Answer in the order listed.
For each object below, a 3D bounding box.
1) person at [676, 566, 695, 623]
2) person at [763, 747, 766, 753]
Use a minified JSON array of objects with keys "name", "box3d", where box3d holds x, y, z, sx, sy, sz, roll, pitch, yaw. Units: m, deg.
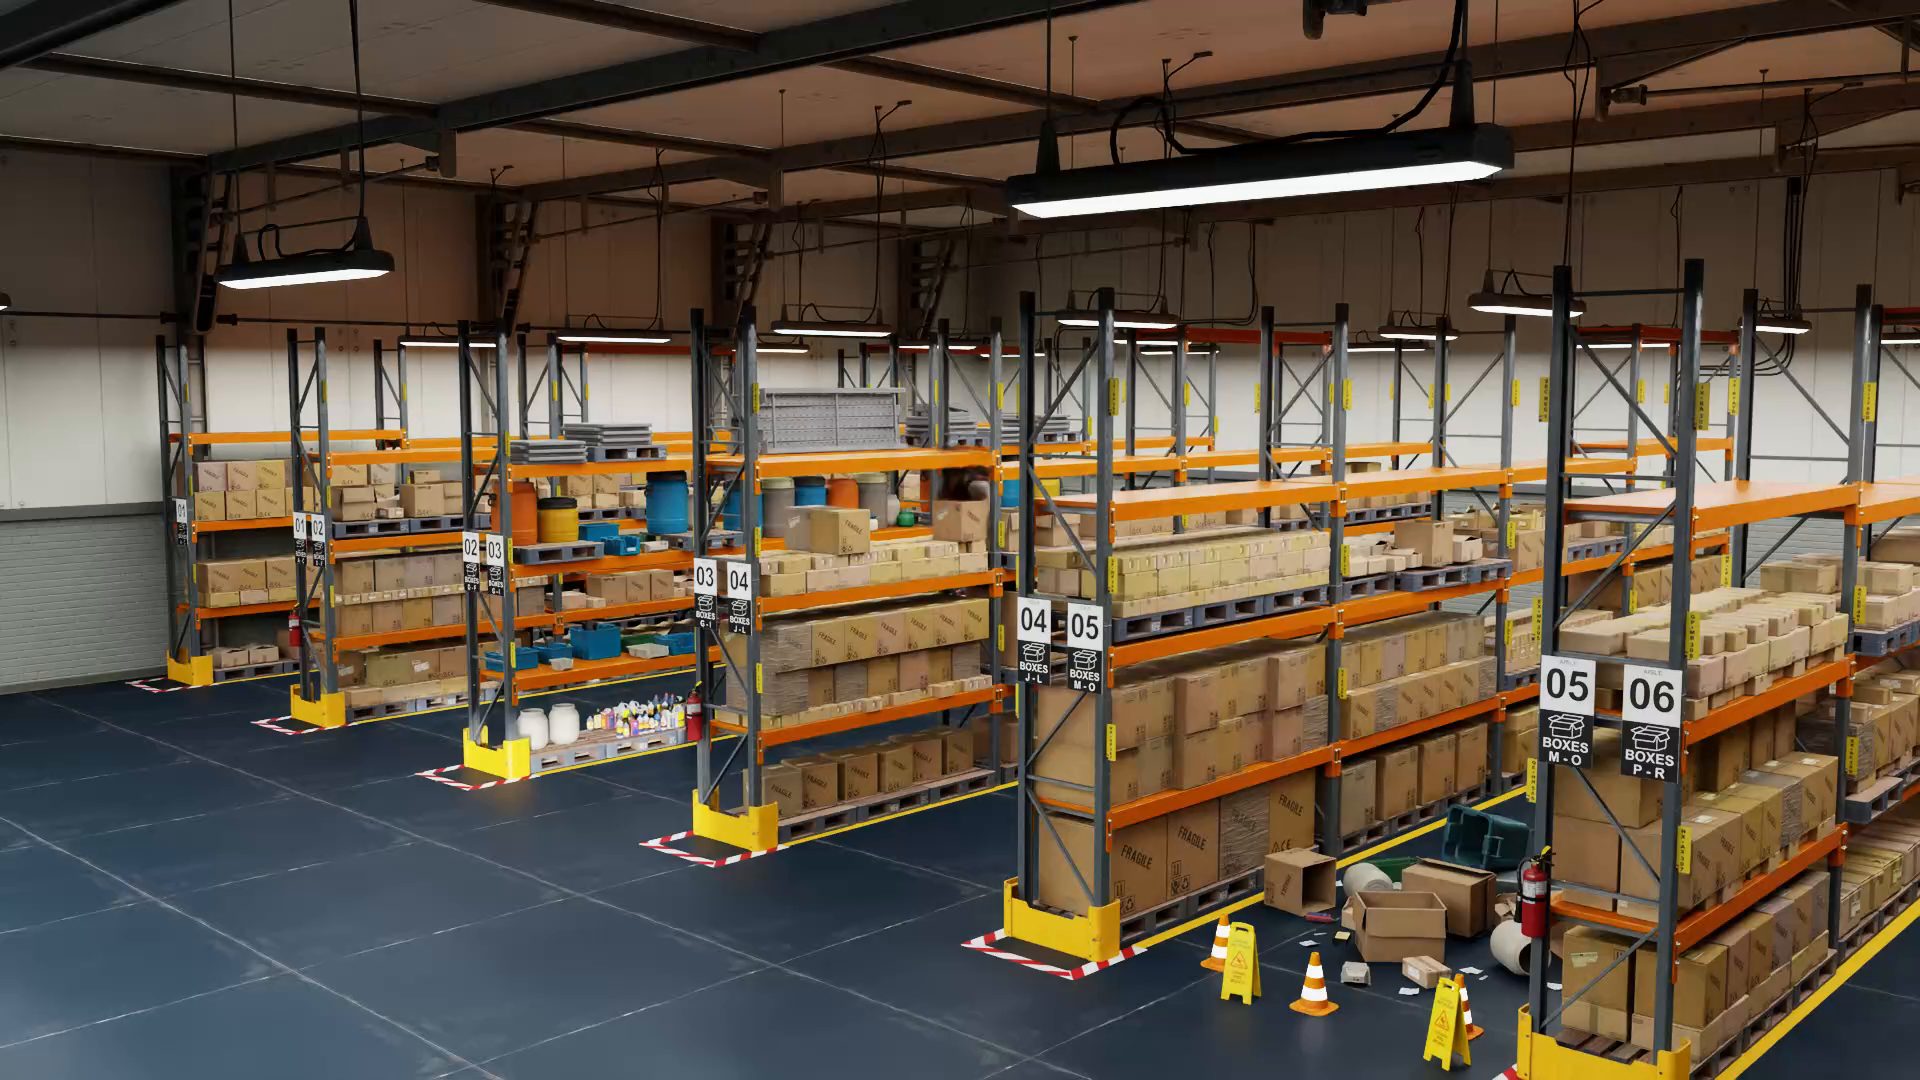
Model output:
[{"name":"person","box3d":[-5.331,1.318,32.509,0.541,1.620,0.695,4,7,37]},{"name":"person","box3d":[-2.839,2.170,23.453,0.501,1.643,0.647,0,5,3]}]
